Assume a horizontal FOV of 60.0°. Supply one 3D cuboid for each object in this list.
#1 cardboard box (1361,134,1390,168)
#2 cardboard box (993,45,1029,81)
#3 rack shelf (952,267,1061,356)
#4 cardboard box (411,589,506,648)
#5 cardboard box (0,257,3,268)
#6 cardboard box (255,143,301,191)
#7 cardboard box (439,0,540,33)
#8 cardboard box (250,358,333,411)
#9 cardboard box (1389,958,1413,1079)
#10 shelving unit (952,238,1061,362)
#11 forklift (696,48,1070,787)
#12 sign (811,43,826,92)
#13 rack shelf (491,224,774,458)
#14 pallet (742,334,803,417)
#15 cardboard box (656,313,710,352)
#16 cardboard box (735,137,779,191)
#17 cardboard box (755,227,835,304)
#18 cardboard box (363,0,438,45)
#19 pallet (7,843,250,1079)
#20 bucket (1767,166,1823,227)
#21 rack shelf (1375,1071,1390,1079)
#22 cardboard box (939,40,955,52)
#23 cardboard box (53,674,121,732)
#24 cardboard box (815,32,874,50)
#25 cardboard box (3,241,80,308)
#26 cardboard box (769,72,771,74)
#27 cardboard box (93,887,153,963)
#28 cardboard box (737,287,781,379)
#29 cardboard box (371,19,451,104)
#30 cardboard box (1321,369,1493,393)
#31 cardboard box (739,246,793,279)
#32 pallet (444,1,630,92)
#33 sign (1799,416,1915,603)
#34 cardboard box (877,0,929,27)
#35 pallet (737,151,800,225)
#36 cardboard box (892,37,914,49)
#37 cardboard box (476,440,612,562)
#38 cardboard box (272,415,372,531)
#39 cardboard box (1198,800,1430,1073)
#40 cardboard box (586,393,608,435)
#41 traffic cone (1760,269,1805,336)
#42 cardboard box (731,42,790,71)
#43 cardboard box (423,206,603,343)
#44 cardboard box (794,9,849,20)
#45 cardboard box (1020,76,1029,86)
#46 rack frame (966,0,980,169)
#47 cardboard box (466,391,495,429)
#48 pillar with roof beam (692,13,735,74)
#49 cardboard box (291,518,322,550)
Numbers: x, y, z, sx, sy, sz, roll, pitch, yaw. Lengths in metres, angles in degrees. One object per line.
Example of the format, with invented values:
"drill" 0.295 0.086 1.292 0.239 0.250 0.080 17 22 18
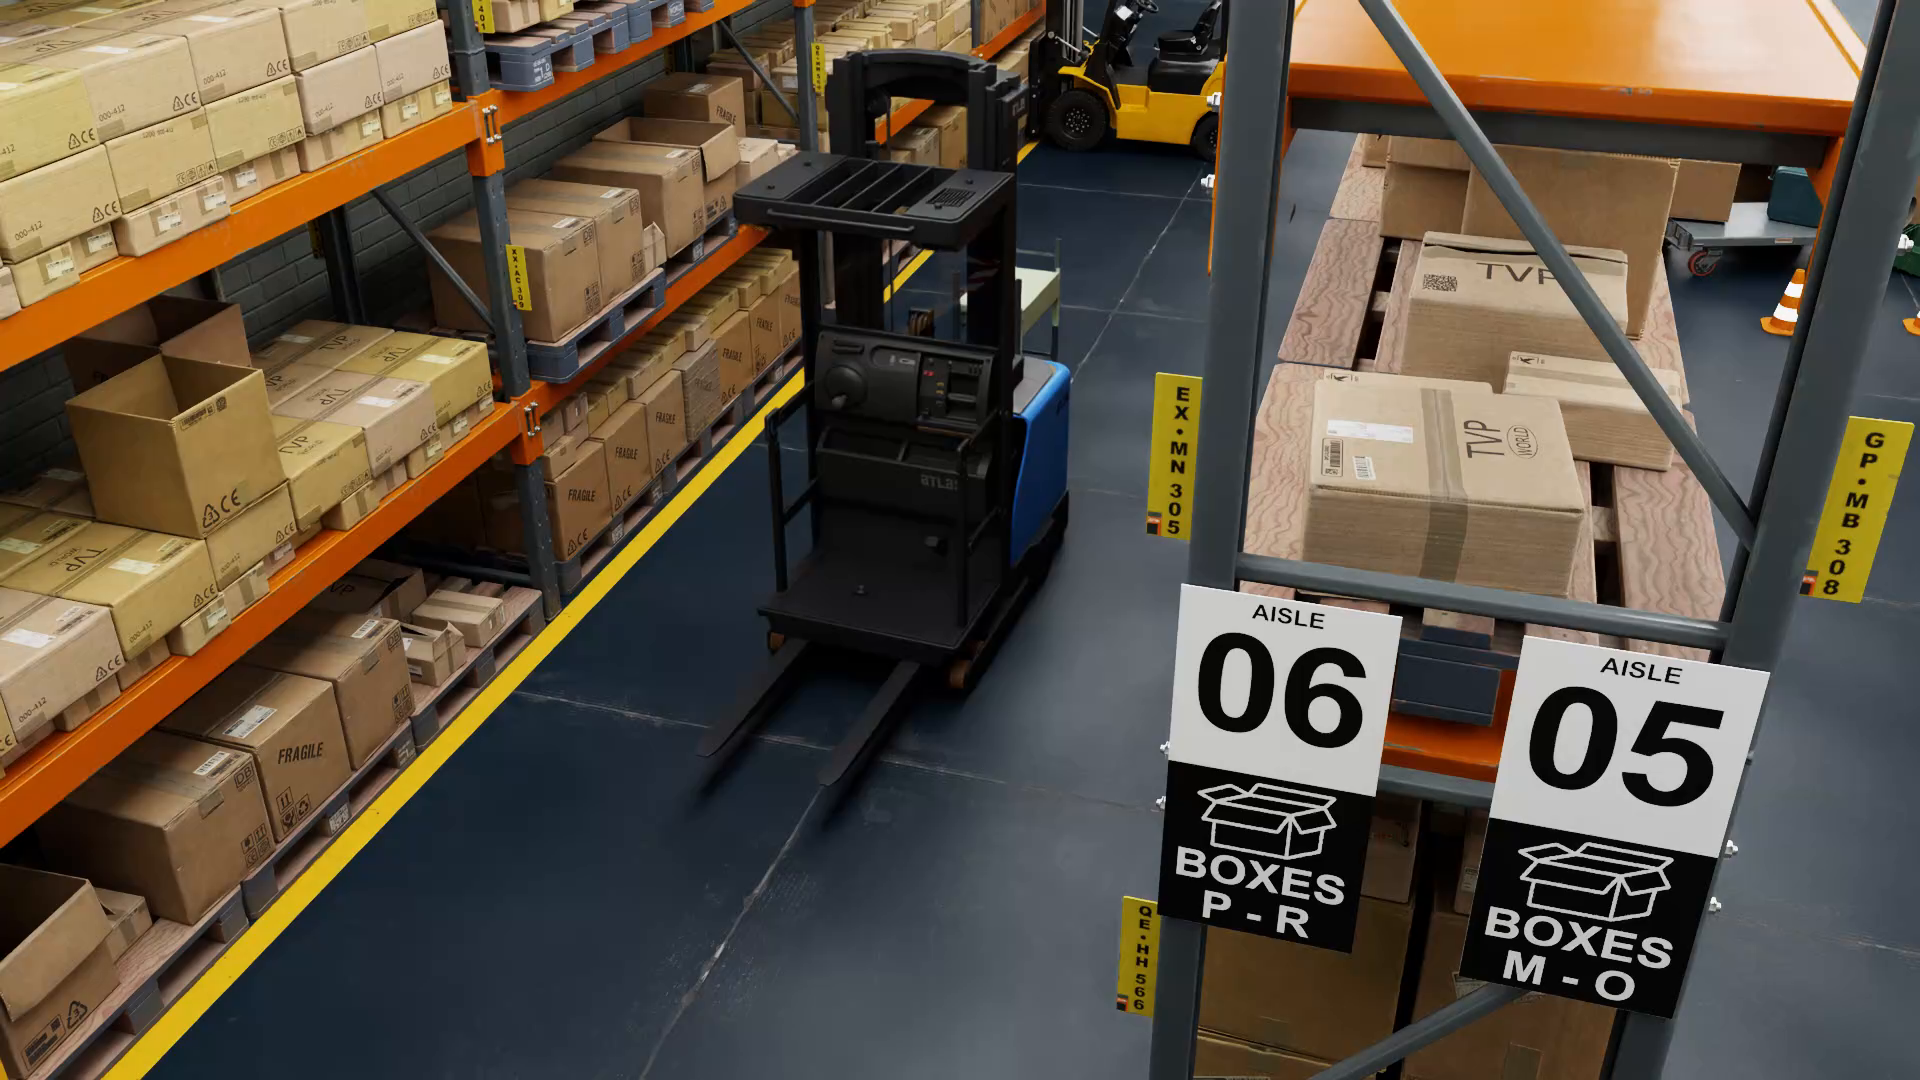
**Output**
"cardboard box" 1.711 -1.597 5.813 0.500 0.500 0.500 9 30 16
"cardboard box" 0.423 -4.751 16.573 0.500 0.250 0.500 10 30 17
"rack shelf" 0.282 -1.338 9.810 0.431 0.370 0.720 10 31 18
"cardboard box" -2.545 0.397 8.450 0.380 0.149 0.250 8 30 13
"cardboard box" -3.315 -0.888 5.024 0.500 0.250 0.500 9 30 16
"cardboard box" -2.830 -1.487 6.510 0.380 0.149 0.250 10 30 17
"cardboard box" -2.194 -2.476 7.753 0.380 0.149 0.250 9 30 16
"cardboard box" -3.206 -0.604 7.599 0.500 0.250 0.500 8 30 14
"cardboard box" 1.325 1.374 4.092 0.500 0.500 0.500 8 30 14
"shelving unit" 0.282 -0.997 9.999 0.431 1.500 0.755 10 31 18
"forklift" -0.358 -0.746 8.077 1.130 2.935 3.031 10 31 18
"sign" -0.966 -3.223 11.348 0.100 0.325 0.005 8 30 15
"rack shelf" -2.075 -1.581 10.246 1.077 0.370 4.000 8 30 15
"pallet" -1.743 -1.264 11.806 1.003 0.211 1.213 8 30 15
"cardboard box" -1.807 -1.321 10.512 0.380 0.149 0.250 7 30 12
"cardboard box" -1.488 -2.406 10.712 0.500 0.250 0.500 7 30 13
"cardboard box" -1.292 -2.258 12.735 0.875 0.625 0.625 9 30 16
"cardboard box" -2.580 -2.290 7.030 0.500 0.250 0.500 9 30 15
"pallet" -3.581 1.706 6.466 1.003 0.211 1.213 8 30 15
"bucket" 7.030 -2.943 13.759 0.726 0.611 0.620 20 45 32
"rack shelf" 1.497 0.985 5.634 1.077 0.370 4.000 8 30 15
"cardboard box" -0.354 -4.112 14.210 0.500 0.250 0.500 8 30 15
"cardboard box" -3.270 0.529 5.972 0.380 0.149 0.250 9 30 16
"cardboard box" -0.875 -3.749 12.634 0.380 0.149 0.250 9 30 15
"cardboard box" -3.135 -0.889 5.435 0.380 0.149 0.250 8 30 15
"cardboard box" -1.473 -3.464 12.531 0.500 0.250 0.500 9 30 15
"cardboard box" -3.404 1.493 6.481 0.380 0.149 0.250 7 30 13
"cardboard box" -1.563 -1.457 11.424 0.500 0.500 0.500 8 30 14
"cardboard box" -2.564 -2.081 7.168 0.500 0.250 0.500 9 30 15
"cardboard box" 1.003 -0.257 3.764 0.380 0.149 0.250 6 30 11
"cardboard box" -1.391 -1.933 11.612 0.380 0.149 0.250 7 30 12
"pallet" -2.403 -2.487 8.244 1.213 0.211 1.003 8 30 15
"sign" 1.439 -0.046 2.680 0.100 0.325 0.005 8 30 15
"cardboard box" -0.470 -4.337 13.691 0.380 0.149 0.250 8 30 14
"pallet" -1.620 -2.416 11.204 1.213 0.211 1.003 8 30 15
"cardboard box" -0.679 -3.863 13.249 0.500 0.250 0.500 9 30 16
"cardboard box" -2.305 -0.249 9.252 0.500 0.500 0.500 10 31 17
"cardboard box" -2.870 -0.294 7.041 0.500 0.250 0.500 8 30 15
"cardboard box" 0.824 0.861 3.985 0.500 0.500 0.500 9 30 17
"cardboard box" -2.231 -0.730 9.448 0.380 0.149 0.250 7 30 12
"traffic cone" 6.278 -1.815 12.536 0.336 0.463 0.334 8 30 15
"cardboard box" -1.482 -3.581 12.331 0.380 0.149 0.250 8 30 15
"cardboard box" -2.306 -1.386 8.621 0.700 0.500 0.500 9 30 16
"cardboard box" -1.114 -4.176 13.401 0.380 0.149 0.250 9 30 15
"cardboard box" 0.428 -4.531 16.691 0.500 0.250 0.500 8 30 14
"rack frame" -0.314 -4.683 15.083 1.000 3.000 0.127 8 30 15
"cardboard box" -2.514 -0.672 8.130 0.380 0.149 0.250 9 30 16
"pillar with roof beam" 2.149 -5.566 10.499 9.100 9.000 0.400 8 30 15
"cardboard box" -2.957 -0.079 7.064 0.380 0.149 0.250 9 30 16
